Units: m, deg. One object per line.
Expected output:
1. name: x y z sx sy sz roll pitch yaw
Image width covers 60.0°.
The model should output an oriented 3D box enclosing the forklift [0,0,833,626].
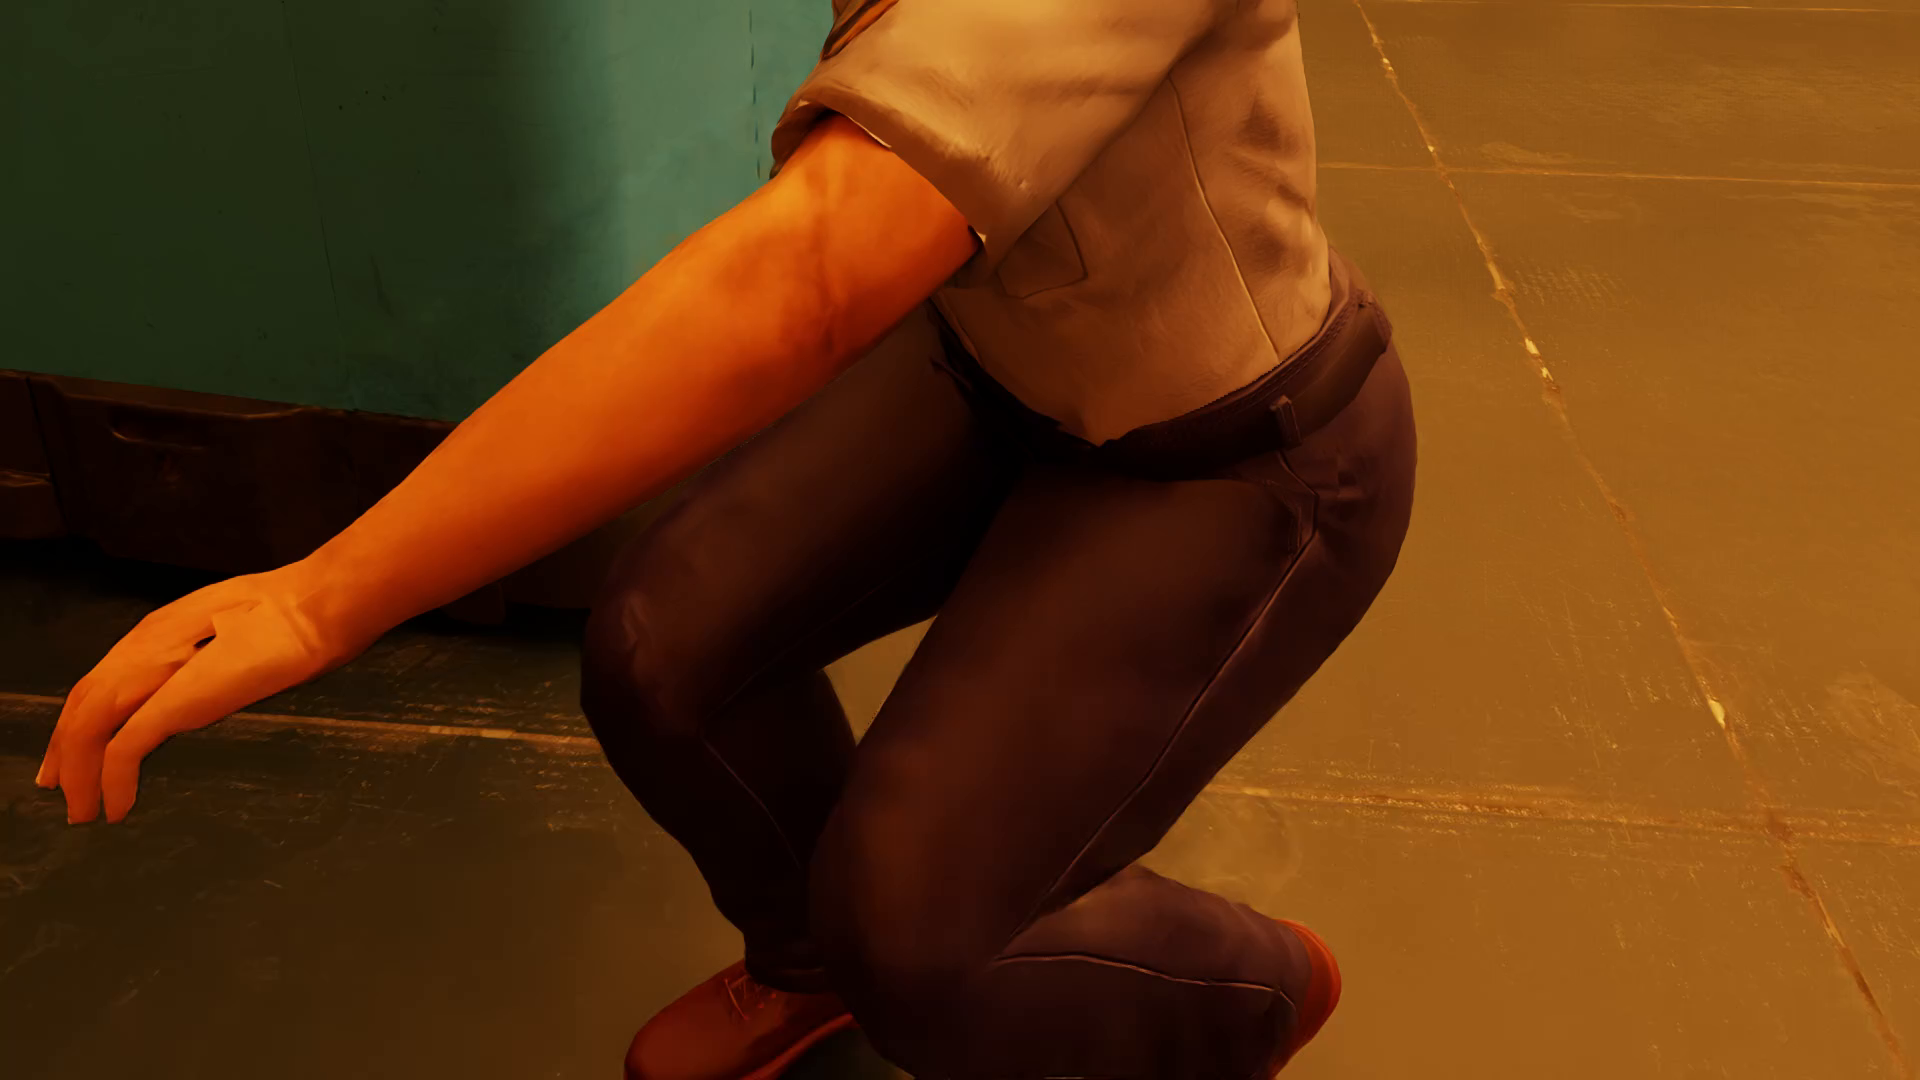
1. forklift: -1.732 -1.559 2.342 3.031 2.935 1.130 7 27 14

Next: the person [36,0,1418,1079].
1. person: -0.117 -0.074 1.126 0.922 1.386 0.730 -14 30 -25
